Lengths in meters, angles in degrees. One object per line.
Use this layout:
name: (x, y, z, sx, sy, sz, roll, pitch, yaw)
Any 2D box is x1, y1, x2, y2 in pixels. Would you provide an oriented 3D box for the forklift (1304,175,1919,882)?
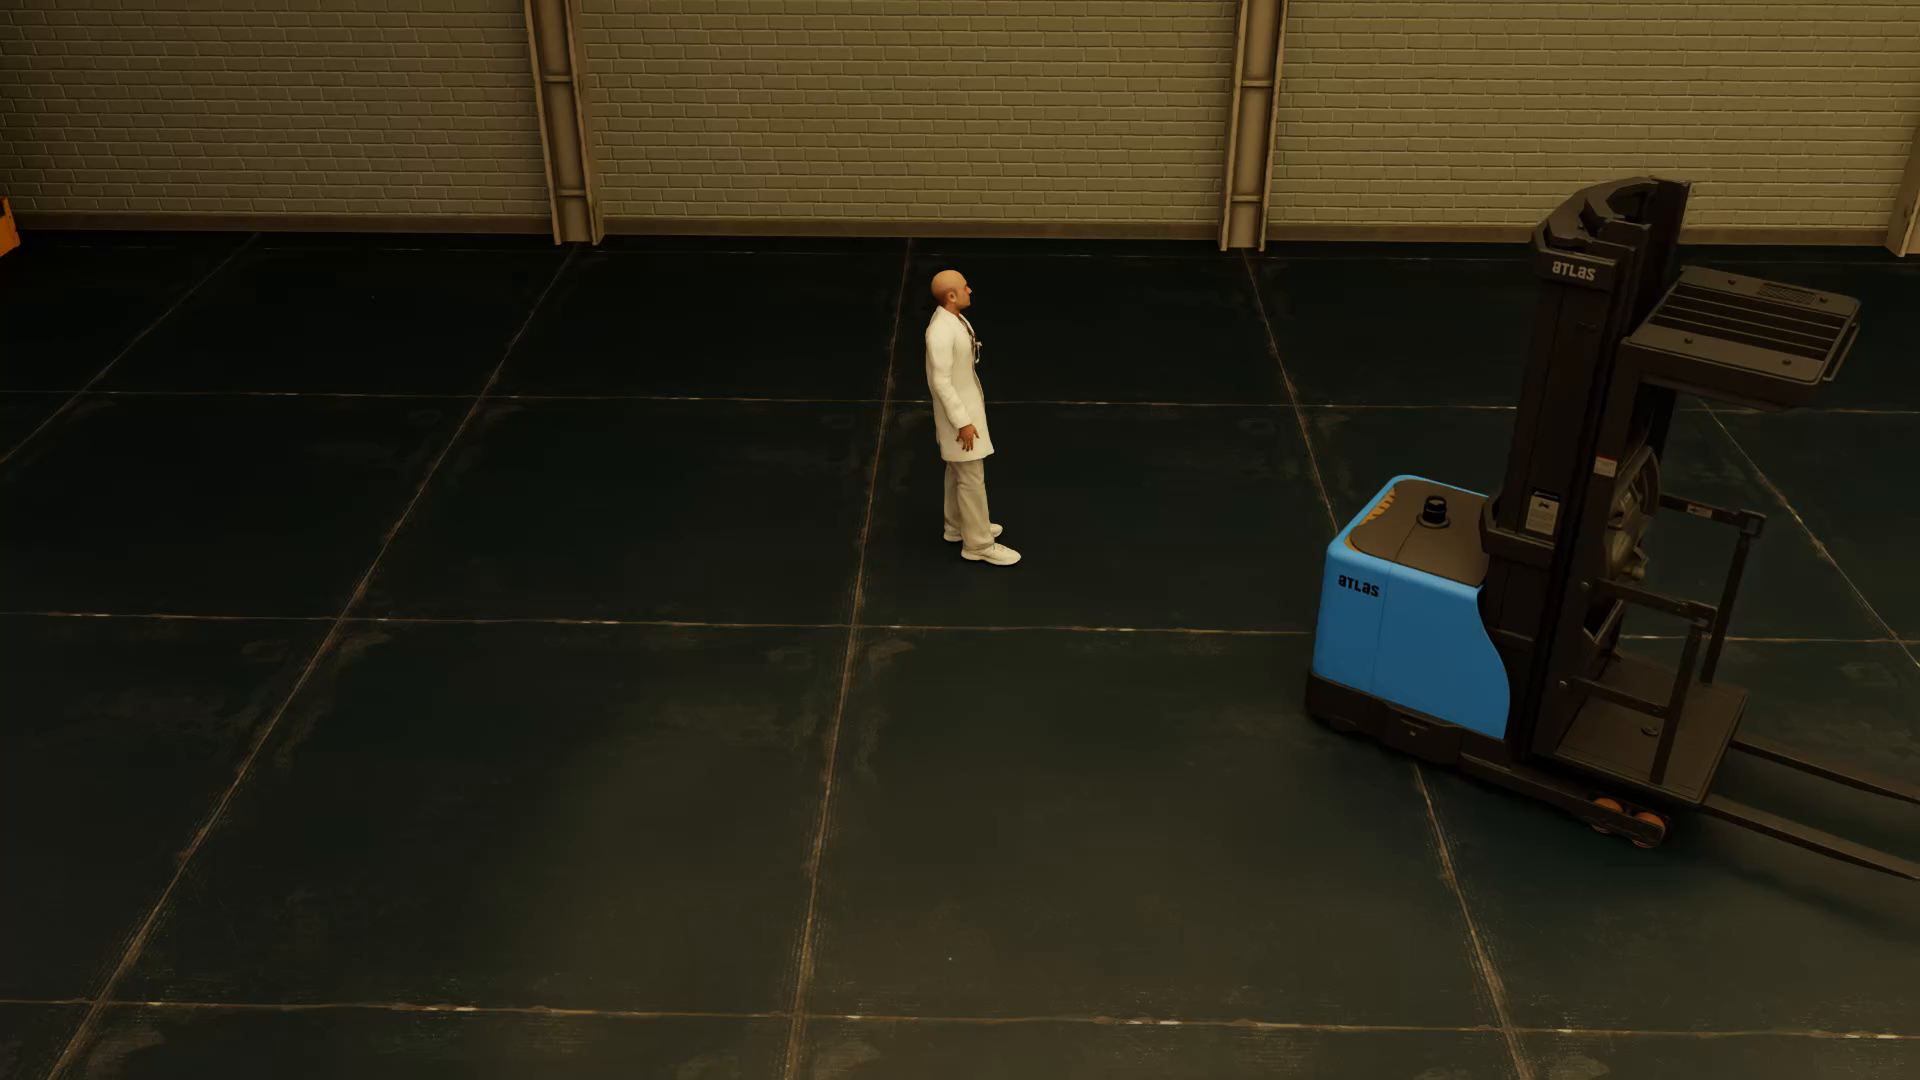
forklift: (3.342, -0.092, 7.771, 3.031, 2.935, 1.130, 19, 35, 29)

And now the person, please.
person: (0.090, -0.768, 10.038, 0.581, 1.776, 0.696, 1, 31, 1)
